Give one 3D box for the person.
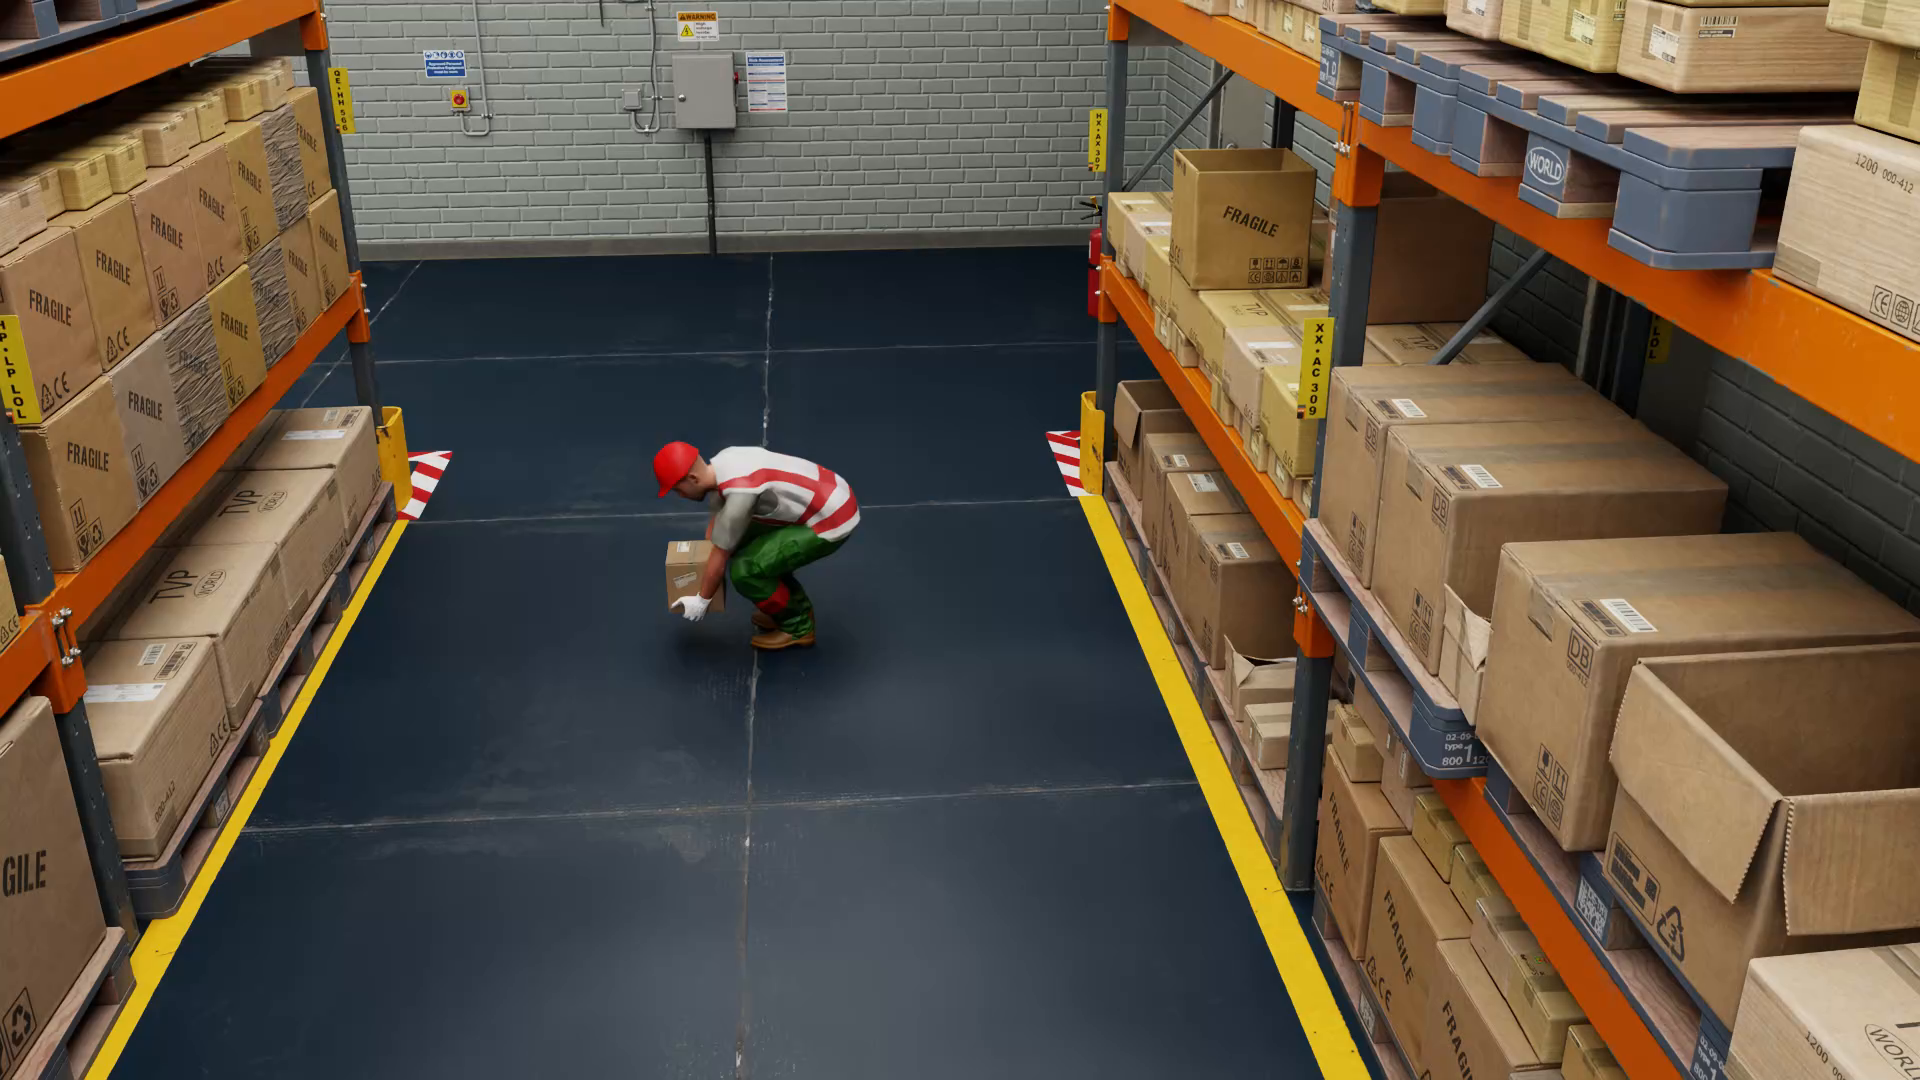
[{"bbox_3d":[-0.906,-0.002,7.572,0.907,0.999,0.531,-3,24,-7],"label":"person"}]
